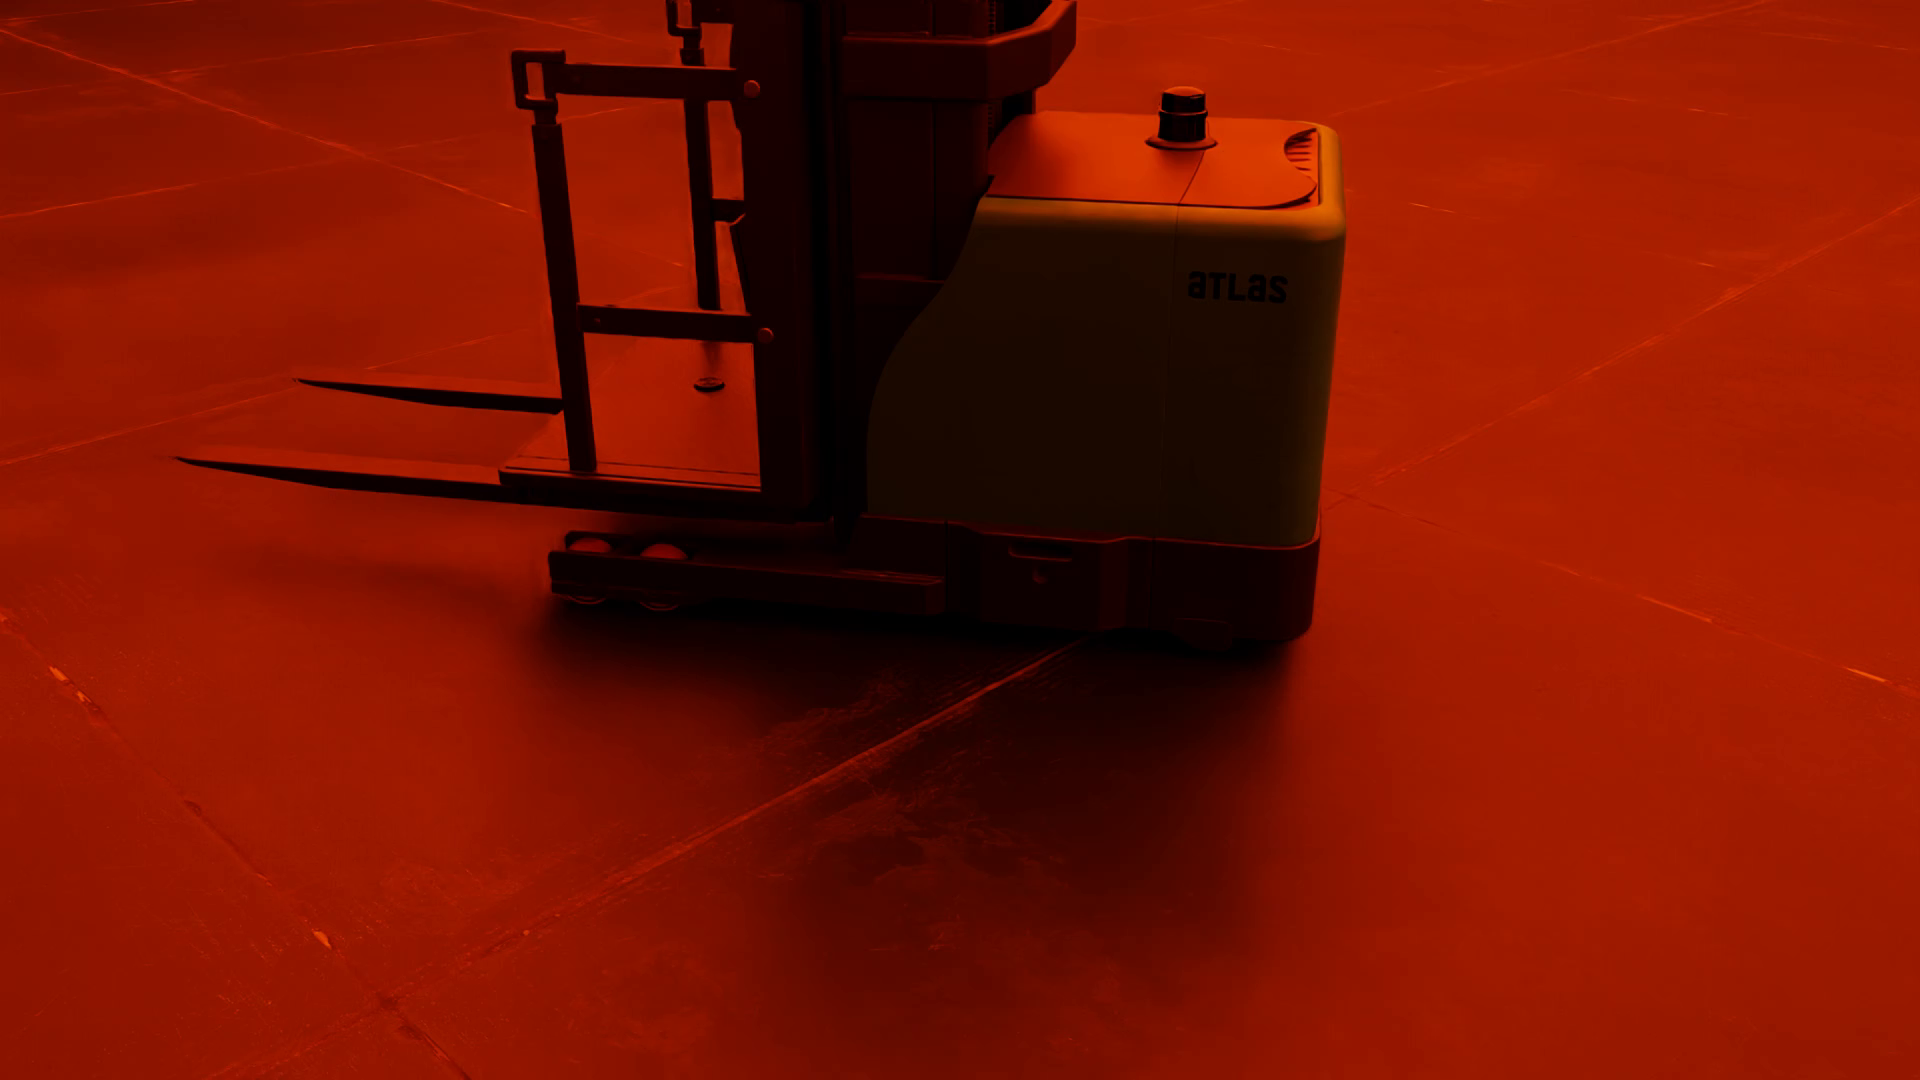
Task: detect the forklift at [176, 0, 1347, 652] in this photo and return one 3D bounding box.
[{"bbox_3d":[-0.571,-1.359,3.984,3.031,2.935,1.130,5,27,10],"label":"forklift"}]
